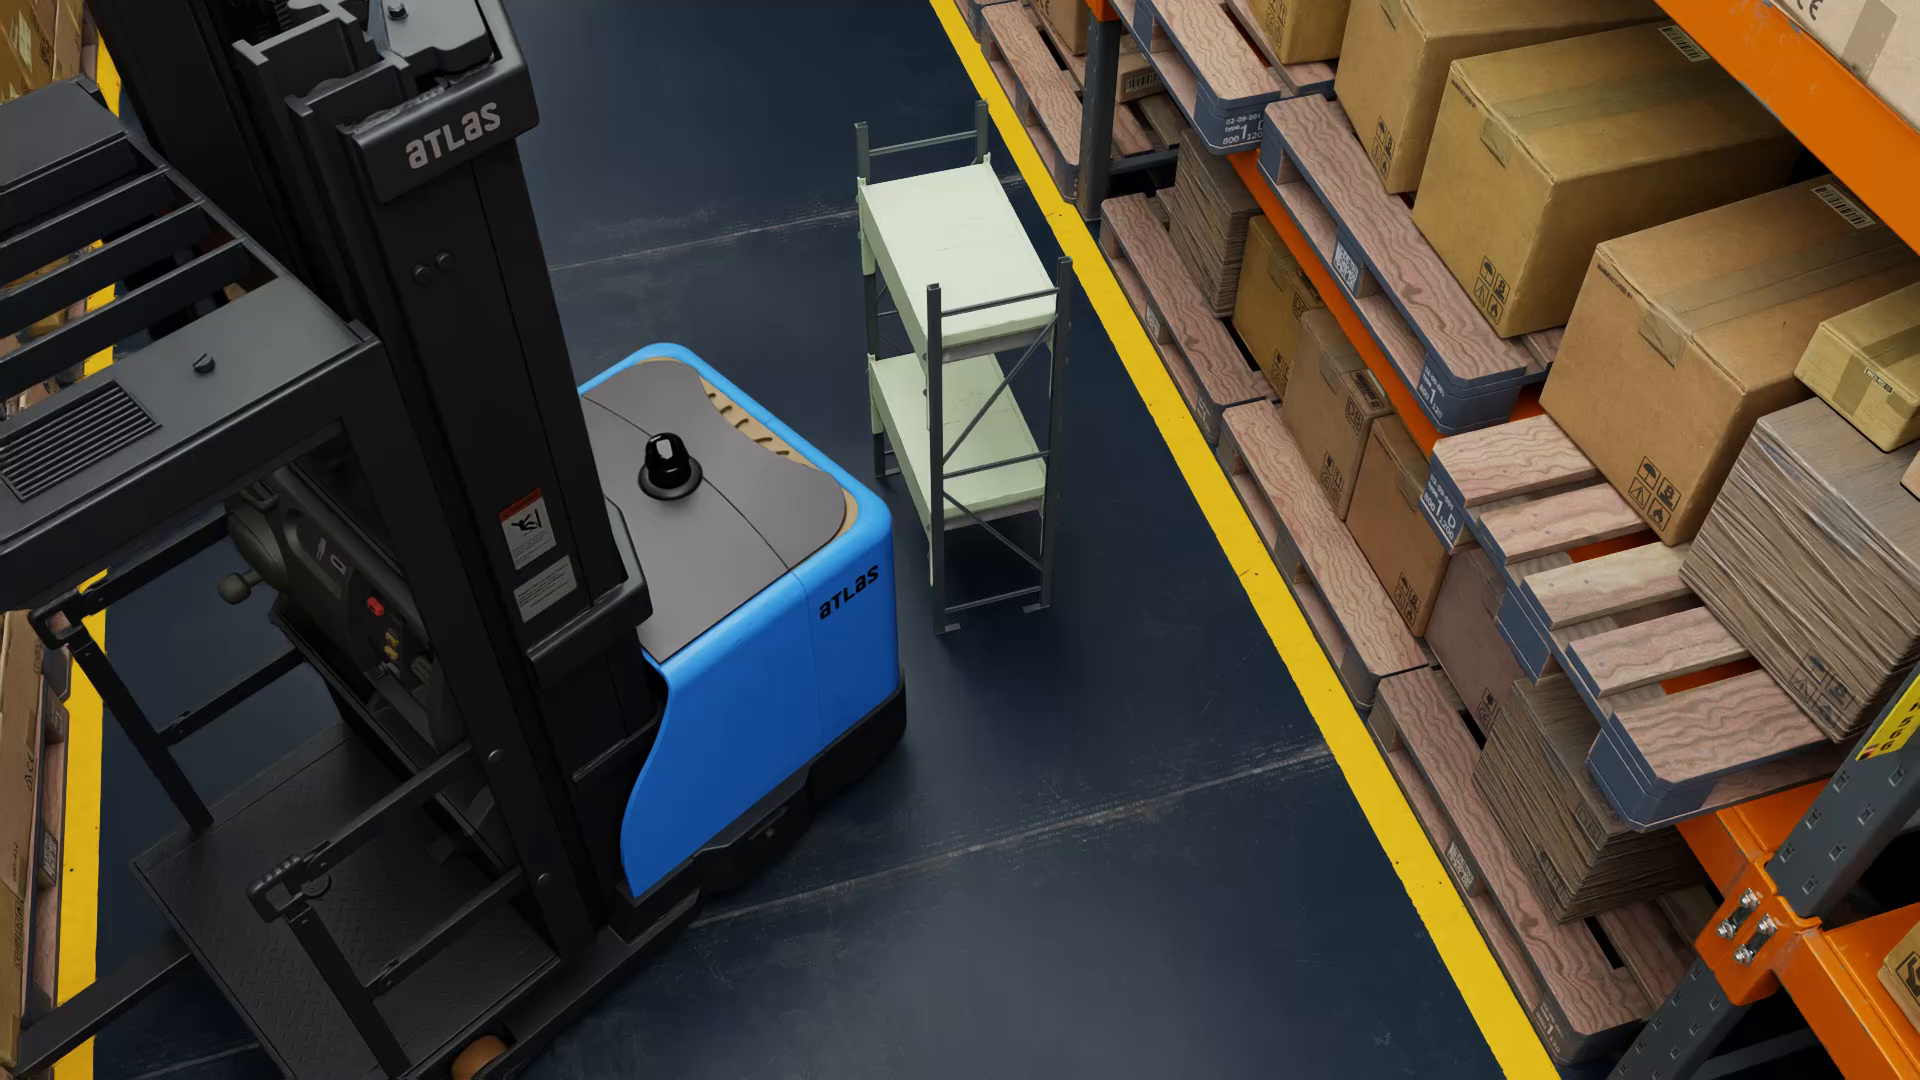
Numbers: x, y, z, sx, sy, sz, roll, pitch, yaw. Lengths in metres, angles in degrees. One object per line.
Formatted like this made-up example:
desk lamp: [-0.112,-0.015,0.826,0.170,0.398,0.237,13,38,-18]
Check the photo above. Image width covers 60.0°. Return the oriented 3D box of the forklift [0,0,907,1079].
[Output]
forklift: [-1.566,0.200,3.664,3.031,2.935,1.130,-37,59,-27]

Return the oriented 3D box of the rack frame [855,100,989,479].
rack frame: [-0.110,-0.756,5.406,0.400,1.500,0.023,-13,51,-11]

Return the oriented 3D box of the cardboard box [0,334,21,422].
cardboard box: [-3.361,-0.502,5.368,0.500,0.311,0.500,-13,51,-11]

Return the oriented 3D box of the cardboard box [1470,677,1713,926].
cardboard box: [1.897,0.645,4.591,0.700,0.500,0.500,-13,51,-10]

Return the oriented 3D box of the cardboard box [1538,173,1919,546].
cardboard box: [1.820,-0.422,3.790,0.700,0.500,0.500,-18,52,-14]

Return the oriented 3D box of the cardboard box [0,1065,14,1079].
cardboard box: [-2.596,1.553,4.002,0.500,0.250,0.500,-15,51,-12]

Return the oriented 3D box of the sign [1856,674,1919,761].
sign: [1.644,0.277,2.849,0.100,0.325,0.005,-13,51,-11]

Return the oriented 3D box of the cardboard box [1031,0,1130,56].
cardboard box: [0.631,-2.511,7.252,0.500,0.500,0.500,-17,52,-14]

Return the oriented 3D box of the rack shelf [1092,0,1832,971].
rack shelf: [1.568,-0.733,4.877,1.077,0.370,4.000,-13,51,-11]

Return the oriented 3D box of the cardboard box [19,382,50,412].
cardboard box: [-3.355,-0.315,5.577,0.500,0.250,0.500,-14,51,-11]

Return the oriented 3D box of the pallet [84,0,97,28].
pallet: [-4.671,-2.777,7.953,1.003,0.211,1.213,-13,51,-11]

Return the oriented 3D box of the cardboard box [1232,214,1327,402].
cardboard box: [1.411,-0.862,5.862,0.700,0.500,0.500,-14,51,-12]

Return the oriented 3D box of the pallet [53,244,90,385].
pallet: [-3.950,-0.995,6.450,1.003,0.211,1.213,-13,51,-11]

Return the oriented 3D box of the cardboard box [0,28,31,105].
cardboard box: [-3.748,-1.567,6.142,0.500,0.500,0.500,-13,51,-11]

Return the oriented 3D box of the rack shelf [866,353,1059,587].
rack shelf: [-0.002,-0.278,5.430,0.431,0.370,0.720,-13,51,-11]

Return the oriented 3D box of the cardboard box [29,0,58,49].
cardboard box: [-4.038,-2.299,6.759,0.500,0.500,0.500,-13,51,-11]

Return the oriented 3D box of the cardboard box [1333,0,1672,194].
cardboard box: [1.477,-1.337,4.562,0.700,0.500,0.500,-7,50,-6]

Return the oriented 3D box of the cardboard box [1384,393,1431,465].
cardboard box: [1.631,-0.401,4.983,0.500,0.250,0.500,-14,51,-11]

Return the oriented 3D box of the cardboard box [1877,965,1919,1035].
cardboard box: [2.035,0.863,3.212,0.380,0.149,0.250,-14,51,-12]

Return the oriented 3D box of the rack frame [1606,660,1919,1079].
rack frame: [2.159,0.496,3.370,1.000,3.000,0.127,-13,51,-11]

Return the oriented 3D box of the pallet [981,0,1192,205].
pallet: [0.744,-2.010,7.306,1.003,0.211,1.213,-13,51,-11]

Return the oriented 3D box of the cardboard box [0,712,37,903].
cardboard box: [-2.906,0.800,4.637,0.500,0.250,0.500,-12,51,-10]

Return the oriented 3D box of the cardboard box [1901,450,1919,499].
cardboard box: [2.029,-0.133,3.123,0.380,0.149,0.250,-19,53,-16]

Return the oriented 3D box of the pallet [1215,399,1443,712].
pallet: [1.572,-0.066,5.668,1.003,0.211,1.213,-13,51,-11]

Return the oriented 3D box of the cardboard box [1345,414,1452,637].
cardboard box: [1.681,-0.114,5.231,0.700,0.500,0.500,-14,51,-11]

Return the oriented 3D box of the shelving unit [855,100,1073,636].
shelving unit: [-0.002,-0.488,5.181,0.431,1.500,0.755,-13,51,-11]

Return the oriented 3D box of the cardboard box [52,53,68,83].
cardboard box: [-3.888,-1.692,6.738,0.500,0.250,0.500,-13,51,-11]

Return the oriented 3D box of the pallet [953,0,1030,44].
pallet: [0.380,-2.902,8.059,1.003,0.211,1.213,-13,51,-11]

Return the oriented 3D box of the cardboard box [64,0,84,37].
cardboard box: [-4.188,-2.422,7.353,0.500,0.250,0.500,-13,51,-11]

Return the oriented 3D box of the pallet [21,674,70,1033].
pallet: [-3.135,1.018,4.754,1.003,0.211,1.213,-13,51,-11]

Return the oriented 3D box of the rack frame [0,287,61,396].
rack frame: [-3.755,-1.303,4.887,1.000,3.000,0.127,-13,51,-11]

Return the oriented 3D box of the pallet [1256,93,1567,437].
pallet: [1.535,-0.879,4.655,1.003,0.211,1.213,-13,51,-11]
